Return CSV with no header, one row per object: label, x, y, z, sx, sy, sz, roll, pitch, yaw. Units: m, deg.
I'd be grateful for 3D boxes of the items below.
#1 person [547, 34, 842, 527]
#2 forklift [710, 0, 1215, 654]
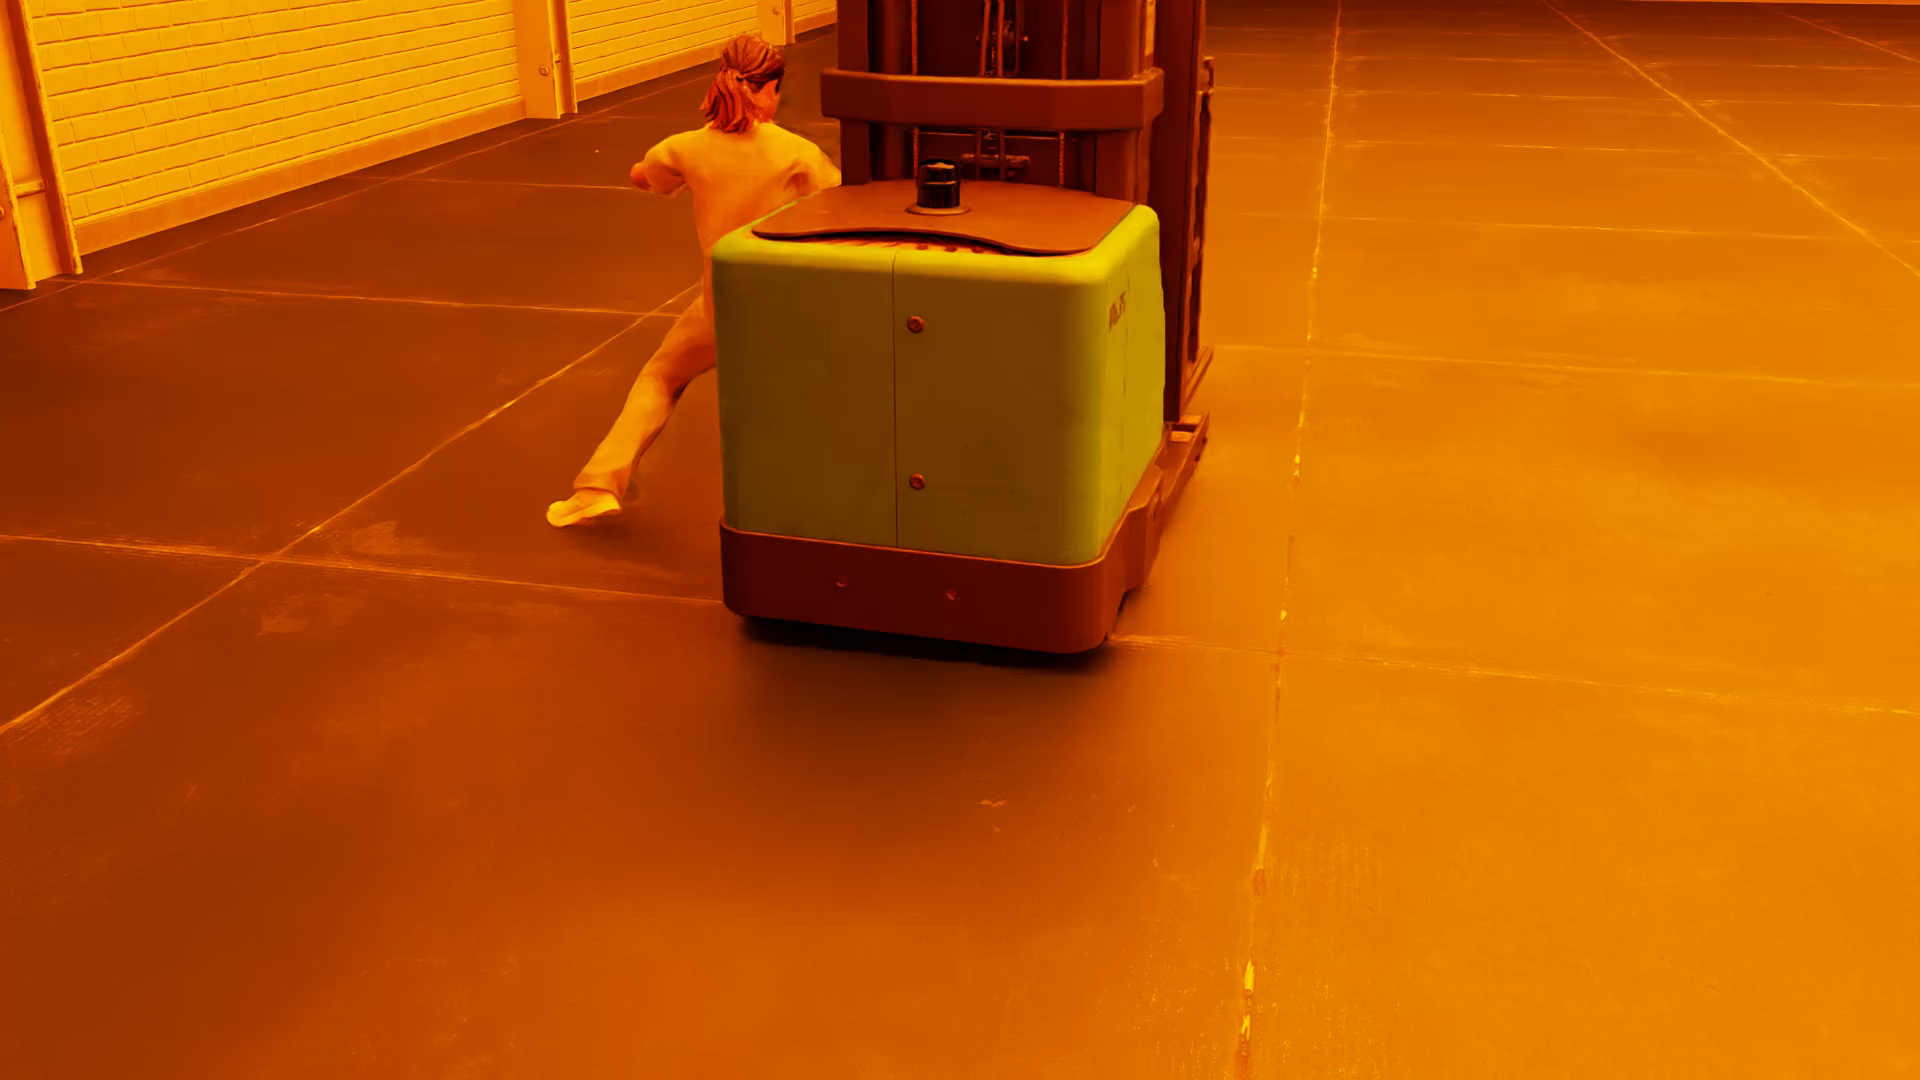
person,-0.638,-0.803,5.145,1.227,1.480,0.861,5,23,11
forklift,0.249,-1.594,5.177,1.130,2.935,3.031,6,23,15
